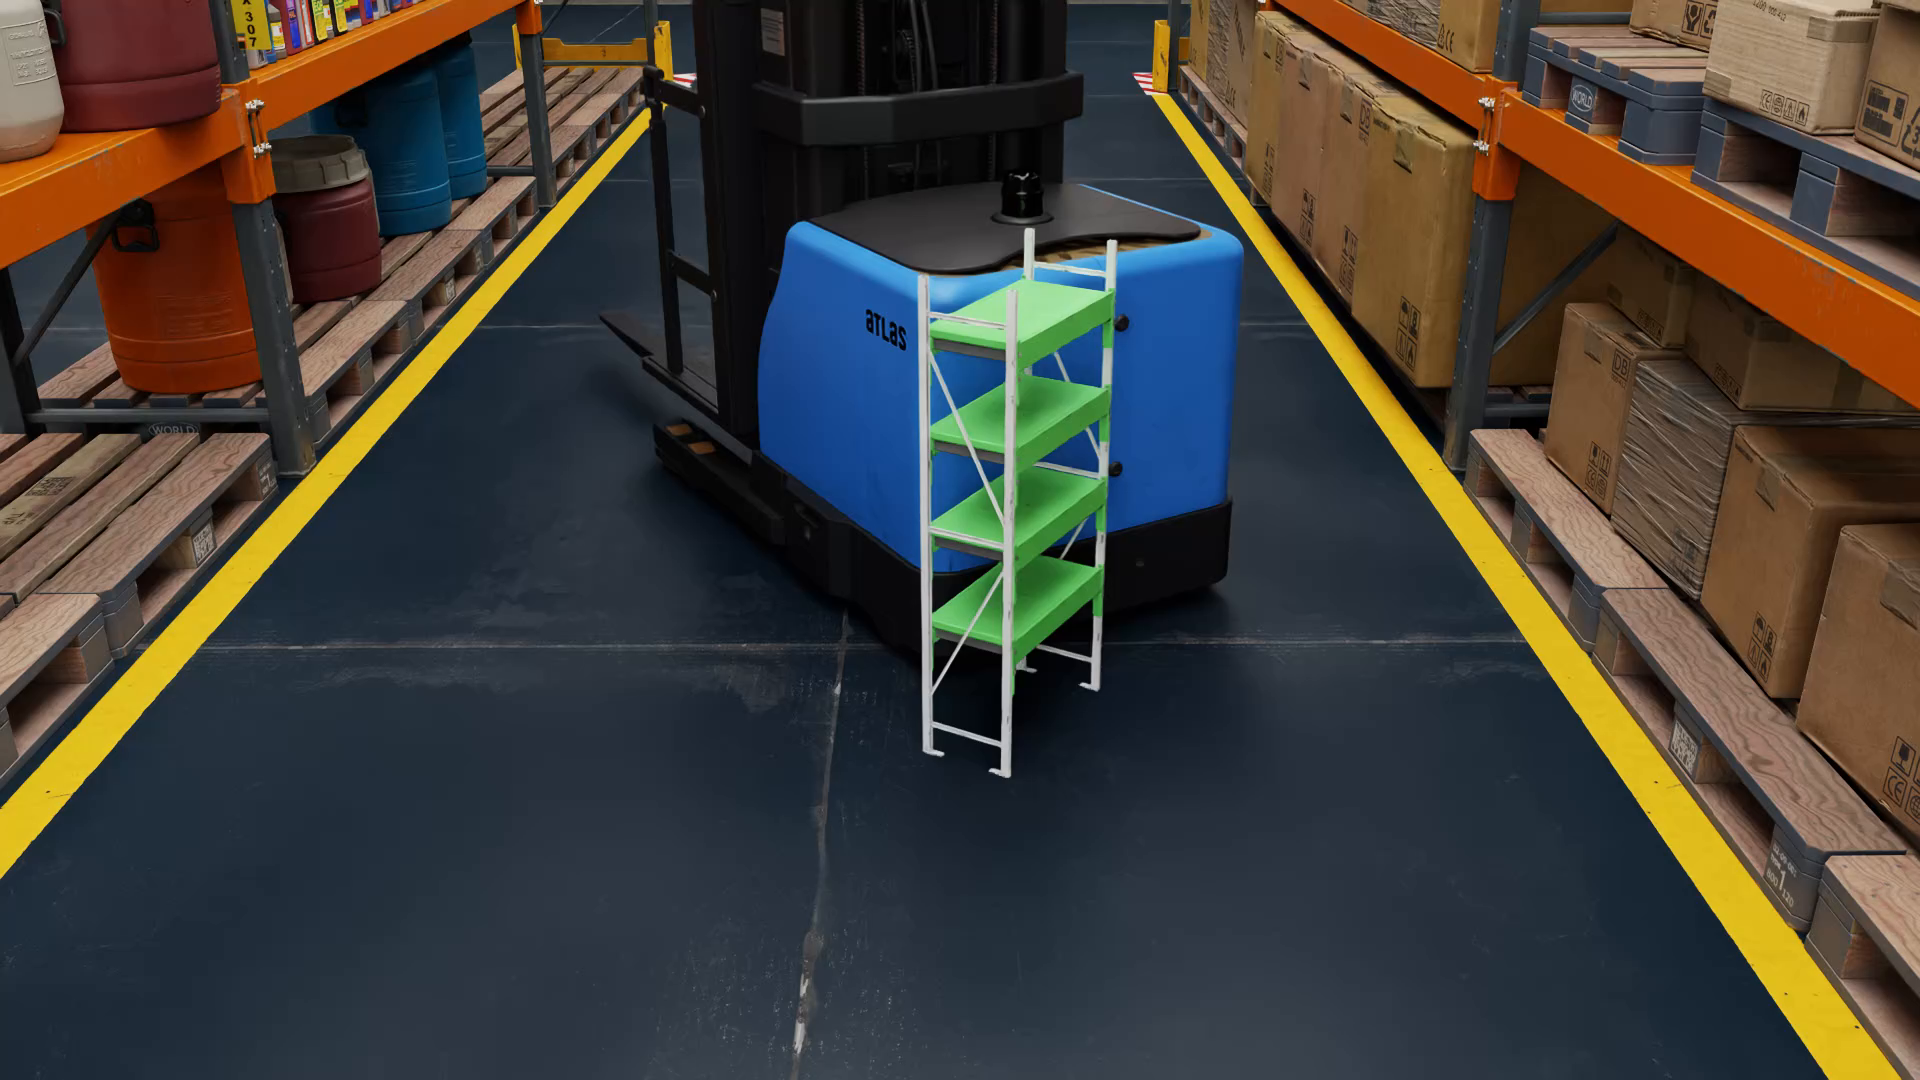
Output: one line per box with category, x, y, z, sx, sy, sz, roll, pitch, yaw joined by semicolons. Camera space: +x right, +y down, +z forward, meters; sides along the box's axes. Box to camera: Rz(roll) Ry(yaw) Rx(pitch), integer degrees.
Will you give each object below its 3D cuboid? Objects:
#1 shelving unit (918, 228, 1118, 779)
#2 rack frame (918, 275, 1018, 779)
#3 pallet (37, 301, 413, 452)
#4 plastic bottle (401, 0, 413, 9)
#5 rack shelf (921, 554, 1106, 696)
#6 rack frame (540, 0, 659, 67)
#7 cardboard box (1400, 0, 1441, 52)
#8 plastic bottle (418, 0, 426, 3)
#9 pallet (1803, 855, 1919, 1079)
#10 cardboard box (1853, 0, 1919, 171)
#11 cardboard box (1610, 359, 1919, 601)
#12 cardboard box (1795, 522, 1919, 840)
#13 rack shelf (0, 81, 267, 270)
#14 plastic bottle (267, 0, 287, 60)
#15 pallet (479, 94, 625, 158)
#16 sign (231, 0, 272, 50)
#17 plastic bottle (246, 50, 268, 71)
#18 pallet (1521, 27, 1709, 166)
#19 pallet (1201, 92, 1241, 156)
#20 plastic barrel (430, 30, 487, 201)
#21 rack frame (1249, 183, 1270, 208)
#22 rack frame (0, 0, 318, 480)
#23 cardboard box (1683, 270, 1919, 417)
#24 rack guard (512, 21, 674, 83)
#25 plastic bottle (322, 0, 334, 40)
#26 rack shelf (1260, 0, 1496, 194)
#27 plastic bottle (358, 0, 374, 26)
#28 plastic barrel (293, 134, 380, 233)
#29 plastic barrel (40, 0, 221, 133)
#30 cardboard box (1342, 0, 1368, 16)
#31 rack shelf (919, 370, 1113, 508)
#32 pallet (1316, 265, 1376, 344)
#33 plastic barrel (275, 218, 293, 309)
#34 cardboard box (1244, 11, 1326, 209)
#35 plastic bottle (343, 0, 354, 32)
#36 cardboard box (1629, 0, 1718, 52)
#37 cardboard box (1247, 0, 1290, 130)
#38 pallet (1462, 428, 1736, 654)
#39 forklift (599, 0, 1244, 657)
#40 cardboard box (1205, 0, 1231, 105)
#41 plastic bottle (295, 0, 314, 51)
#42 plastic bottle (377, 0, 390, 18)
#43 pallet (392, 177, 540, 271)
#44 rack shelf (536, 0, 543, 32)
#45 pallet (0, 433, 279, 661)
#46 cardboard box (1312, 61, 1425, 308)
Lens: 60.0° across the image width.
shelving unit;0.139;-0.089;3.991;0.258;1.200;0.503;13;28;27
rack frame;0.016;-0.002;3.799;0.240;1.200;0.015;13;28;27
pallet;-2.802;-0.656;6.444;1.003;0.211;1.213;0;24;-1
plastic bottle;-2.406;-2.431;7.127;0.061;0.283;0.133;0;24;-1
rack shelf;0.139;0.188;4.116;0.258;0.148;0.480;13;28;27
rack frame;-2.839;-4.898;12.440;1.000;3.000;0.127;0;24;-1
cardboard box;1.948;-2.077;6.081;0.500;0.500;0.500;0;24;-1
plastic bottle;-2.454;-2.523;7.339;0.152;0.276;0.135;0;24;-1
pallet;2.235;0.974;2.840;1.003;0.211;1.213;0;24;-1
cardboard box;2.133;-0.928;3.027;0.797;0.503;0.637;2;24;5
cardboard box;2.247;-0.181;4.510;0.700;0.500;0.500;-2;24;-5
cardboard box;2.266;0.283;3.485;0.700;0.500;0.500;-2;24;-5
rack shelf;-2.730;-0.450;3.477;1.077;0.370;4.000;0;24;-1
plastic bottle;-2.408;-1.779;5.784;0.097;0.201;0.097;0;24;0
pallet;-2.858;-2.786;11.154;1.003;0.211;1.213;0;24;-1
sign;-2.202;-1.681;5.130;0.100;0.325;0.005;0;24;-1
plastic bottle;-2.433;-1.725;5.574;0.152;0.276;0.135;0;24;-1
pallet;2.315;-1.243;4.592;1.213;0.211;1.003;0;24;-1
pallet;2.211;-2.819;11.227;1.003;0.211;1.213;0;24;-1
plastic barrel;-2.807;-2.261;8.646;0.600;0.901;0.708;0;24;-1
rack frame;2.157;-3.272;8.845;1.000;3.000;0.127;0;24;-1
rack frame;-2.752;-1.602;5.151;1.000;3.000;0.127;0;24;-1
cardboard box;2.254;-0.533;4.377;0.500;0.250;0.500;2;24;5
rack guard;-2.852;-3.769;12.977;1.175;0.500;0.348;0;24;-1
plastic bottle;-2.414;-1.984;6.239;0.097;0.201;0.097;0;24;0
rack shelf;2.179;-2.120;7.171;1.077;0.370;4.000;0;24;-1
plastic bottle;-2.400;-2.205;6.626;0.061;0.283;0.133;0;24;-1
plastic barrel;-2.882;-1.559;7.565;0.421;0.512;0.421;0;24;0
plastic barrel;-2.444;-1.474;4.704;0.600;0.536;0.708;0;24;-1
cardboard box;1.935;-2.501;7.018;0.500;0.500;0.500;0;24;0
rack shelf;0.139;-0.249;3.918;0.258;0.148;0.480;13;28;27
pallet;2.257;-1.180;7.603;1.003;0.211;1.213;0;24;-1
plastic barrel;-2.870;-1.093;6.537;0.421;0.512;0.421;0;24;0
cardboard box;2.184;-2.232;8.613;1.225;0.875;0.875;0;24;0
plastic bottle;-2.416;-2.111;6.435;0.097;0.271;0.097;0;24;0
cardboard box;2.247;-1.638;4.602;0.500;0.500;0.500;-3;25;-7
cardboard box;2.230;-2.768;9.798;0.875;0.875;0.875;0;24;-1
pallet;2.208;-0.031;5.063;1.003;0.211;1.213;0;24;-1
forklift;-0.404;-1.591;5.211;1.130;2.935;3.031;-14;28;-28
cardboard box;2.210;-3.505;11.429;0.875;0.875;0.875;0;24;-1
plastic bottle;-2.438;-1.916;5.996;0.152;0.276;0.135;0;24;-1
plastic bottle;-2.448;-2.296;6.838;0.152;0.276;0.135;0;24;-1
pallet;-2.829;-1.661;8.667;1.003;0.211;1.213;0;24;-1
rack shelf;-2.817;-3.746;10.766;1.077;0.370;4.000;0;24;-1
pallet;-2.782;-0.012;5.020;1.003;0.211;1.213;0;24;-1
cardboard box;2.212;-1.499;6.993;1.225;0.875;0.875;0;24;0
